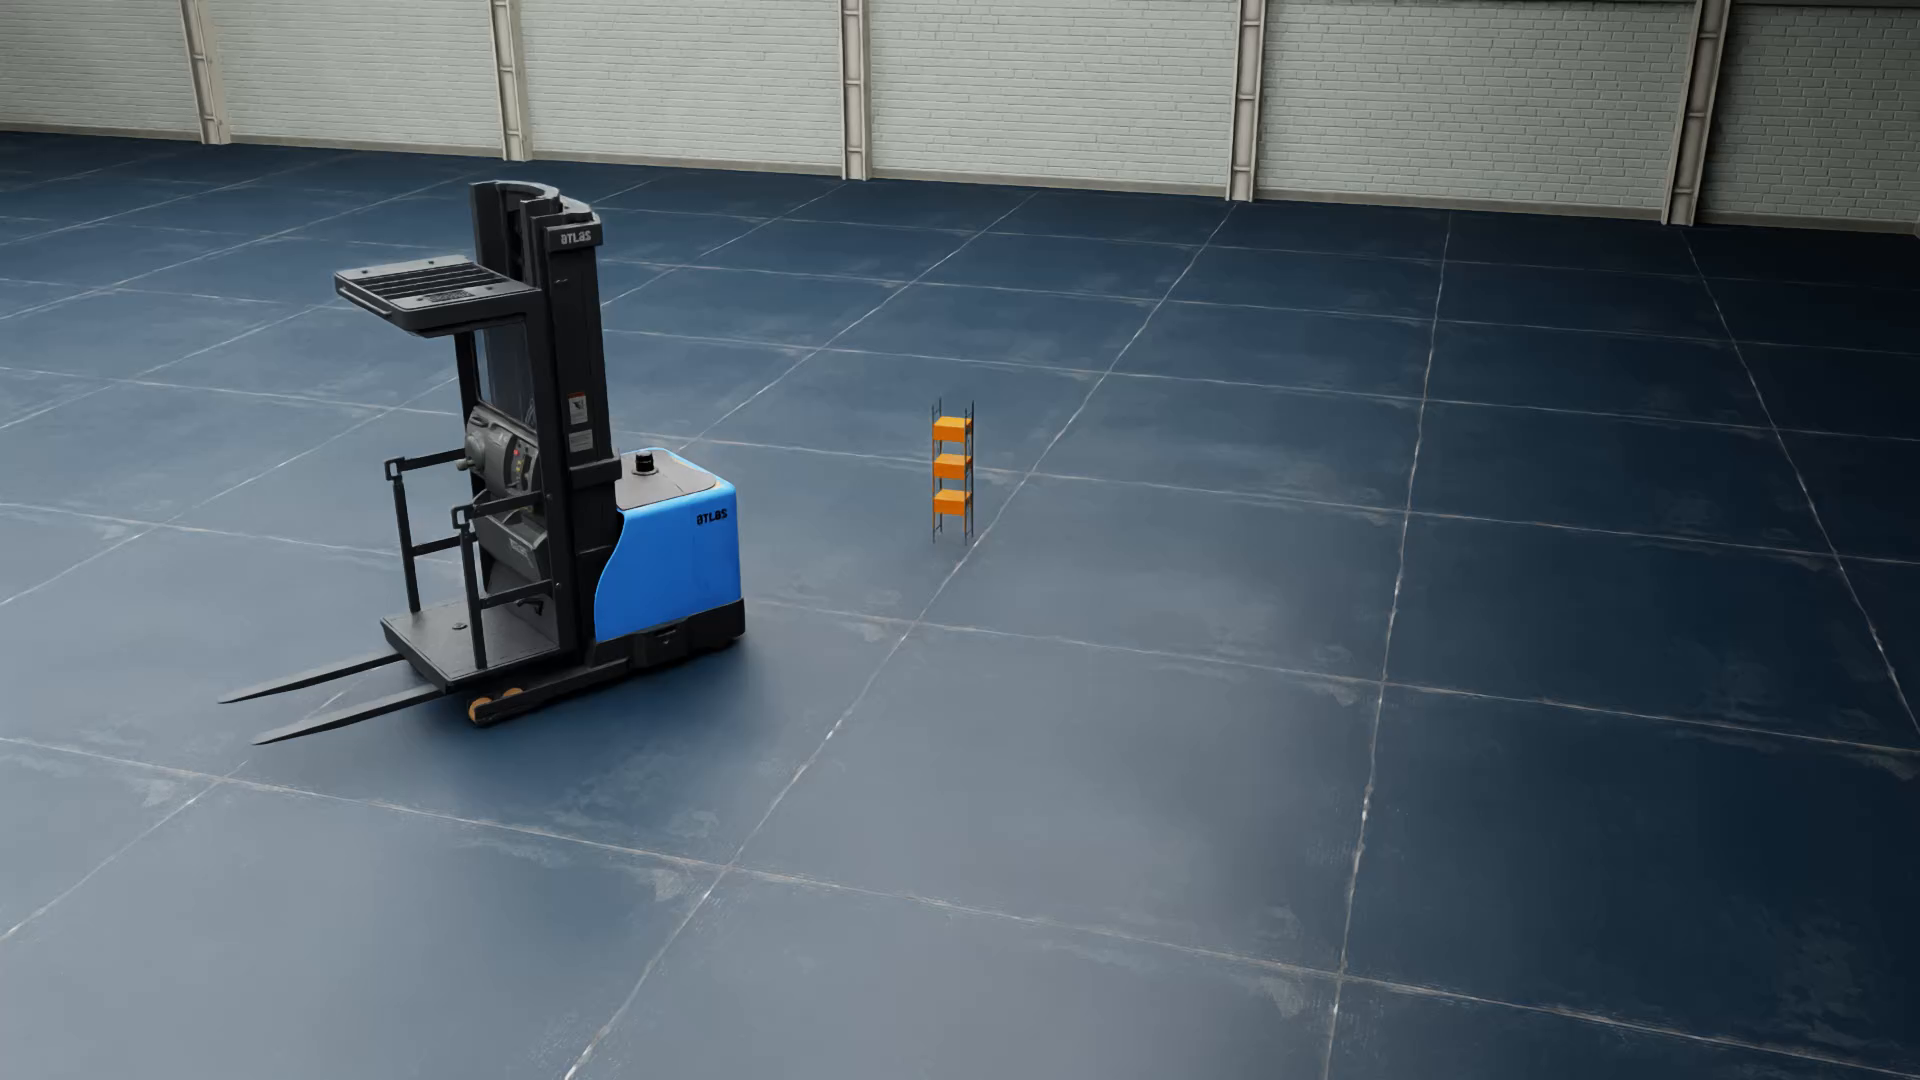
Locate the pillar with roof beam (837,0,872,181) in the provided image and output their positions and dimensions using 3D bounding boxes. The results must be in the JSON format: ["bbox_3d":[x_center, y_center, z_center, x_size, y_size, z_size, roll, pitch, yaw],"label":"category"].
[{"bbox_3d":[-2.855,-8.281,20.600,0.400,9.000,9.100,7,23,16],"label":"pillar with roof beam"}]

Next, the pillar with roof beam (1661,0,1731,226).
[{"bbox_3d":[8.634,-6.965,17.393,0.400,9.000,9.100,7,23,16],"label":"pillar with roof beam"}]

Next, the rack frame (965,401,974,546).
[{"bbox_3d":[0.066,-0.478,12.052,0.008,1.050,0.200,7,23,16],"label":"rack frame"}]

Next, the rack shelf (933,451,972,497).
[{"bbox_3d":[-0.051,-0.482,12.089,0.240,0.259,0.215,7,23,16],"label":"rack shelf"}]

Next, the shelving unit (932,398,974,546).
[{"bbox_3d":[-0.051,-0.492,12.085,0.252,1.050,0.215,7,23,16],"label":"shelving unit"}]

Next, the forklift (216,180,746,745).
[{"bbox_3d":[-2.844,-0.500,9.626,3.031,2.935,1.130,-17,28,-35],"label":"forklift"}]

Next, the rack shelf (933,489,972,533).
[{"bbox_3d":[-0.051,-0.225,12.195,0.240,0.259,0.215,7,23,16],"label":"rack shelf"}]

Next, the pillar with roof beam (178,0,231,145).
[{"bbox_3d":[-14.343,-9.596,23.807,0.400,9.000,9.100,7,23,16],"label":"pillar with roof beam"}]

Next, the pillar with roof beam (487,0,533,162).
[{"bbox_3d":[-8.599,-8.939,22.204,0.400,9.000,9.100,7,23,16],"label":"pillar with roof beam"}]

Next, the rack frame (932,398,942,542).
[{"bbox_3d":[-0.168,-0.505,12.118,0.008,1.050,0.200,7,23,16],"label":"rack frame"}]

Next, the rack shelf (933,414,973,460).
[{"bbox_3d":[-0.051,-0.744,11.981,0.240,0.259,0.215,7,23,16],"label":"rack shelf"}]

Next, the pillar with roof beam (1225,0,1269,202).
[{"bbox_3d":[2.890,-7.623,18.997,0.400,9.000,9.100,7,23,16],"label":"pillar with roof beam"}]
